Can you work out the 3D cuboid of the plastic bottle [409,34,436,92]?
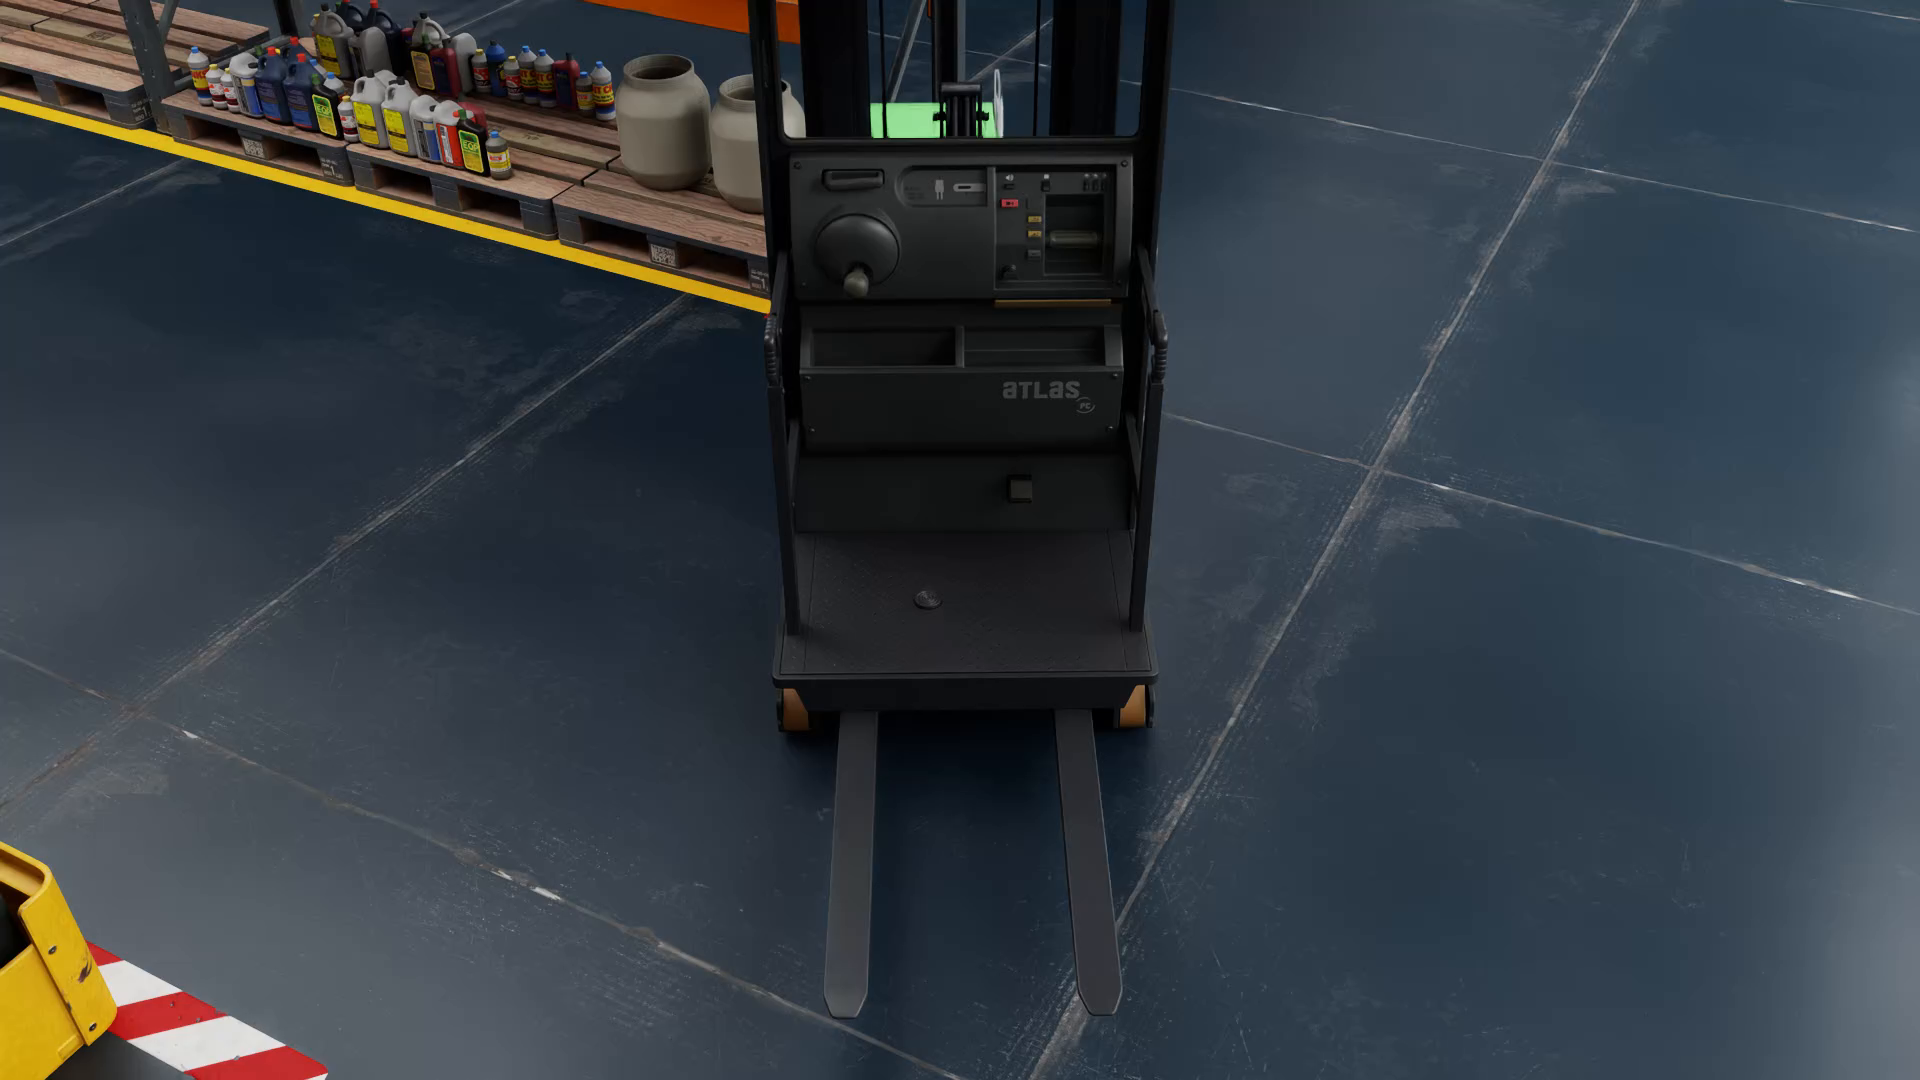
[{"bbox_3d":[-2.672,-2.387,8.297,0.133,0.283,0.061,17,41,21],"label":"plastic bottle"}]

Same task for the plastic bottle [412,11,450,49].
[{"bbox_3d":[-2.647,-2.476,8.359,0.185,0.351,0.144,17,40,21],"label":"plastic bottle"}]

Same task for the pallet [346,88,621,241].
[{"bbox_3d":[-2.144,-1.865,8.033,1.213,0.211,1.003,17,41,21],"label":"pallet"}]

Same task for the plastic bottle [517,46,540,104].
[{"bbox_3d":[-2.117,-2.295,8.185,0.097,0.271,0.097,0,37,0],"label":"plastic bottle"}]

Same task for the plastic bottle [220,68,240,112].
[{"bbox_3d":[-3.547,-2.204,8.123,0.097,0.201,0.097,0,37,0],"label":"plastic bottle"}]

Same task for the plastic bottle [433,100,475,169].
[{"bbox_3d":[-2.301,-1.862,7.611,0.135,0.276,0.152,18,41,22],"label":"plastic bottle"}]

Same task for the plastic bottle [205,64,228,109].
[{"bbox_3d":[-3.637,-2.232,8.160,0.097,0.201,0.097,0,37,0],"label":"plastic bottle"}]

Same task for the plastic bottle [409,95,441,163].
[{"bbox_3d":[-2.424,-1.901,7.662,0.135,0.276,0.152,16,40,20],"label":"plastic bottle"}]

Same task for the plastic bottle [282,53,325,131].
[{"bbox_3d":[-3.116,-2.144,7.921,0.185,0.351,0.144,16,40,20],"label":"plastic bottle"}]

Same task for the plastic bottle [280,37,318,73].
[{"bbox_3d":[-3.217,-2.274,8.092,0.185,0.351,0.144,17,41,21],"label":"plastic bottle"}]

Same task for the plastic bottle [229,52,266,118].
[{"bbox_3d":[-3.428,-2.215,8.076,0.135,0.276,0.152,19,41,23],"label":"plastic bottle"}]

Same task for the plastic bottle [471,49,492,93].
[{"bbox_3d":[-2.387,-2.352,8.318,0.097,0.201,0.097,0,37,0],"label":"plastic bottle"}]

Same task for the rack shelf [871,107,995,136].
[{"bbox_3d":[-0.107,-1.429,5.950,0.480,0.148,0.258,-1,38,-1],"label":"rack shelf"}]

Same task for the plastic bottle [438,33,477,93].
[{"bbox_3d":[-2.505,-2.399,8.319,0.135,0.276,0.152,18,41,22],"label":"plastic bottle"}]

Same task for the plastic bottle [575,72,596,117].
[{"bbox_3d":[-1.816,-2.172,8.082,0.097,0.201,0.097,0,37,0],"label":"plastic bottle"}]

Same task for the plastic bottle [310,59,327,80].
[{"bbox_3d":[-3.099,-2.190,8.046,0.097,0.271,0.097,0,37,0],"label":"plastic bottle"}]

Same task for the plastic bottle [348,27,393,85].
[{"bbox_3d":[-2.980,-2.450,8.386,0.135,0.276,0.152,17,41,21],"label":"plastic bottle"}]

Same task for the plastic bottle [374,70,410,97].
[{"bbox_3d":[-2.692,-2.083,7.902,0.135,0.276,0.152,17,41,21],"label":"plastic bottle"}]

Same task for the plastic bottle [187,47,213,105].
[{"bbox_3d":[-3.728,-2.288,8.176,0.097,0.271,0.097,0,37,0],"label":"plastic bottle"}]

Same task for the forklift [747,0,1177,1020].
[{"bbox_3d":[0.009,-0.786,4.362,1.130,2.935,3.031,-1,37,-1],"label":"forklift"}]

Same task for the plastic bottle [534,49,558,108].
[{"bbox_3d":[-2.028,-2.267,8.148,0.097,0.271,0.097,0,37,0],"label":"plastic bottle"}]

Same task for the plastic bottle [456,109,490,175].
[{"bbox_3d":[-2.202,-1.803,7.527,0.133,0.283,0.061,18,41,23],"label":"plastic bottle"}]

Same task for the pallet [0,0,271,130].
[{"bbox_3d":[-4.524,-2.611,9.015,1.213,0.211,1.003,17,41,21],"label":"pallet"}]

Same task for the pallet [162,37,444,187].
[{"bbox_3d":[-3.232,-2.204,8.479,1.213,0.211,1.003,17,41,21],"label":"pallet"}]

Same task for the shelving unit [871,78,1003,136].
[{"bbox_3d":[-0.107,-1.099,6.204,0.503,1.200,0.258,-1,38,-1],"label":"shelving unit"}]

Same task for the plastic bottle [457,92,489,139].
[{"bbox_3d":[-2.252,-1.922,7.684,0.133,0.283,0.061,17,41,21],"label":"plastic bottle"}]

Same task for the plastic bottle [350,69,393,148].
[{"bbox_3d":[-2.738,-2.026,7.765,0.185,0.351,0.144,17,40,21],"label":"plastic bottle"}]

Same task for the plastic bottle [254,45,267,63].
[{"bbox_3d":[-3.380,-2.275,8.149,0.133,0.283,0.061,17,41,21],"label":"plastic bottle"}]

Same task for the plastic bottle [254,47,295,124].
[{"bbox_3d":[-3.283,-2.197,7.990,0.185,0.351,0.144,18,41,23],"label":"plastic bottle"}]

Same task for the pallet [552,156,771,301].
[{"bbox_3d":[-1.065,-1.526,7.585,1.213,0.211,1.003,17,41,21],"label":"pallet"}]

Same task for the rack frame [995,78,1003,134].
[{"bbox_3d":[0.137,-1.102,6.208,0.015,1.200,0.240,-1,38,-1],"label":"rack frame"}]

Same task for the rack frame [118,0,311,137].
[{"bbox_3d":[-3.809,-3.524,7.911,0.127,3.000,1.000,17,41,21],"label":"rack frame"}]

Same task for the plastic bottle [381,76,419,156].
[{"bbox_3d":[-2.573,-1.974,7.697,0.185,0.351,0.144,19,41,23],"label":"plastic bottle"}]

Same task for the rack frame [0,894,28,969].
[{"bbox_3d":[-2.538,0.247,2.944,0.127,3.000,1.000,17,41,21],"label":"rack frame"}]

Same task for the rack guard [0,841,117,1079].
[{"bbox_3d":[-2.517,1.249,3.691,0.348,0.500,1.175,17,41,21],"label":"rack guard"}]

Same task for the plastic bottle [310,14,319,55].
[{"bbox_3d":[-3.344,-2.651,8.712,0.097,0.201,0.097,0,37,0],"label":"plastic bottle"}]

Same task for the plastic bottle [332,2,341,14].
[{"bbox_3d":[-3.230,-2.660,8.657,0.133,0.283,0.061,19,41,24],"label":"plastic bottle"}]

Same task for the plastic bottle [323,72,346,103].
[{"bbox_3d":[-2.968,-2.092,7.918,0.097,0.271,0.097,0,37,0],"label":"plastic bottle"}]

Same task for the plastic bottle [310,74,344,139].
[{"bbox_3d":[-2.988,-2.049,7.851,0.133,0.283,0.061,19,41,23],"label":"plastic bottle"}]

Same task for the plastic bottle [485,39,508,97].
[{"bbox_3d":[-2.297,-2.351,8.259,0.097,0.271,0.097,0,37,0],"label":"plastic bottle"}]

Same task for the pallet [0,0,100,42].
[{"bbox_3d":[-5.612,-2.949,9.461,1.213,0.211,1.003,17,41,21],"label":"pallet"}]

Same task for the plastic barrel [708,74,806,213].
[{"bbox_3d":[-0.877,-1.730,7.258,0.421,0.512,0.421,0,37,0],"label":"plastic barrel"}]

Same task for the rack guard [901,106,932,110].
[{"bbox_3d":[-0.346,-1.412,7.196,0.348,0.500,1.175,17,41,21],"label":"rack guard"}]

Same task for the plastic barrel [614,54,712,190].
[{"bbox_3d":[-1.322,-1.869,7.442,0.421,0.512,0.421,0,37,0],"label":"plastic barrel"}]

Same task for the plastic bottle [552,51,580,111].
[{"bbox_3d":[-1.916,-2.249,8.115,0.133,0.283,0.061,18,41,22],"label":"plastic bottle"}]

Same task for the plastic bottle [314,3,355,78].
[{"bbox_3d":[-3.171,-2.542,8.445,0.185,0.351,0.144,17,41,21],"label":"plastic bottle"}]

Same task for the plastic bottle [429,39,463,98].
[{"bbox_3d":[-2.553,-2.345,8.241,0.133,0.283,0.061,17,41,21],"label":"plastic bottle"}]

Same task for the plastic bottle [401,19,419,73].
[{"bbox_3d":[-2.770,-2.516,8.467,0.133,0.283,0.061,20,42,24],"label":"plastic bottle"}]

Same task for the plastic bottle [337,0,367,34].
[{"bbox_3d":[-3.105,-2.620,8.547,0.185,0.351,0.144,16,40,20],"label":"plastic bottle"}]

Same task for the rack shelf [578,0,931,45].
[{"bbox_3d":[-2.033,-2.681,7.396,4.000,0.370,1.077,17,41,21],"label":"rack shelf"}]

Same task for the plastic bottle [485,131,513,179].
[{"bbox_3d":[-2.090,-1.748,7.522,0.097,0.201,0.097,0,37,0],"label":"plastic bottle"}]

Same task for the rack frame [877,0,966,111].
[{"bbox_3d":[-0.257,-2.412,6.446,0.127,3.000,1.000,17,41,21],"label":"rack frame"}]

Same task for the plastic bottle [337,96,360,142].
[{"bbox_3d":[-2.875,-1.993,7.846,0.097,0.201,0.097,0,37,0],"label":"plastic bottle"}]

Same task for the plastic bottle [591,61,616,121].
[{"bbox_3d":[-1.724,-2.172,8.023,0.097,0.271,0.097,0,37,0],"label":"plastic bottle"}]

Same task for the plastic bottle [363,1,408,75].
[{"bbox_3d":[-2.934,-2.566,8.477,0.185,0.351,0.144,15,40,19],"label":"plastic bottle"}]

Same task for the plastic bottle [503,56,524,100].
[{"bbox_3d":[-2.205,-2.294,8.242,0.097,0.201,0.097,0,37,0],"label":"plastic bottle"}]
